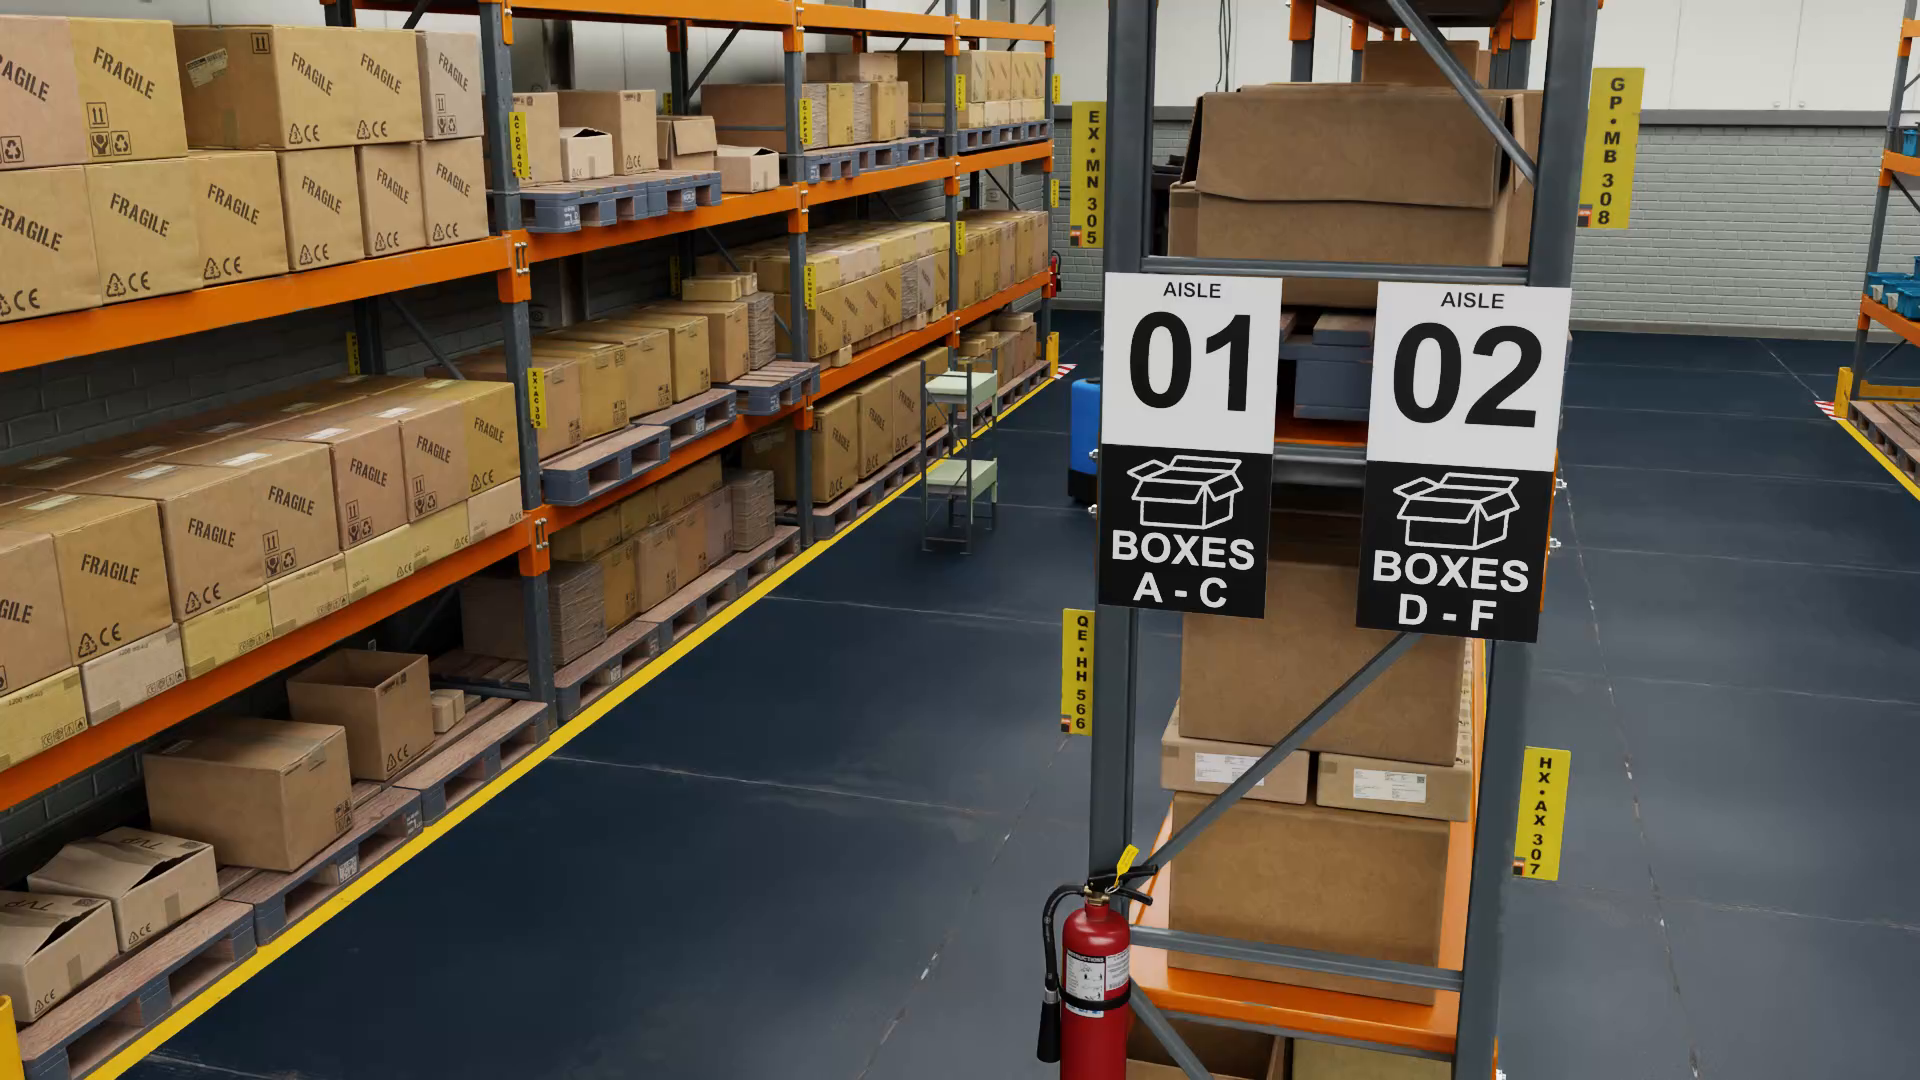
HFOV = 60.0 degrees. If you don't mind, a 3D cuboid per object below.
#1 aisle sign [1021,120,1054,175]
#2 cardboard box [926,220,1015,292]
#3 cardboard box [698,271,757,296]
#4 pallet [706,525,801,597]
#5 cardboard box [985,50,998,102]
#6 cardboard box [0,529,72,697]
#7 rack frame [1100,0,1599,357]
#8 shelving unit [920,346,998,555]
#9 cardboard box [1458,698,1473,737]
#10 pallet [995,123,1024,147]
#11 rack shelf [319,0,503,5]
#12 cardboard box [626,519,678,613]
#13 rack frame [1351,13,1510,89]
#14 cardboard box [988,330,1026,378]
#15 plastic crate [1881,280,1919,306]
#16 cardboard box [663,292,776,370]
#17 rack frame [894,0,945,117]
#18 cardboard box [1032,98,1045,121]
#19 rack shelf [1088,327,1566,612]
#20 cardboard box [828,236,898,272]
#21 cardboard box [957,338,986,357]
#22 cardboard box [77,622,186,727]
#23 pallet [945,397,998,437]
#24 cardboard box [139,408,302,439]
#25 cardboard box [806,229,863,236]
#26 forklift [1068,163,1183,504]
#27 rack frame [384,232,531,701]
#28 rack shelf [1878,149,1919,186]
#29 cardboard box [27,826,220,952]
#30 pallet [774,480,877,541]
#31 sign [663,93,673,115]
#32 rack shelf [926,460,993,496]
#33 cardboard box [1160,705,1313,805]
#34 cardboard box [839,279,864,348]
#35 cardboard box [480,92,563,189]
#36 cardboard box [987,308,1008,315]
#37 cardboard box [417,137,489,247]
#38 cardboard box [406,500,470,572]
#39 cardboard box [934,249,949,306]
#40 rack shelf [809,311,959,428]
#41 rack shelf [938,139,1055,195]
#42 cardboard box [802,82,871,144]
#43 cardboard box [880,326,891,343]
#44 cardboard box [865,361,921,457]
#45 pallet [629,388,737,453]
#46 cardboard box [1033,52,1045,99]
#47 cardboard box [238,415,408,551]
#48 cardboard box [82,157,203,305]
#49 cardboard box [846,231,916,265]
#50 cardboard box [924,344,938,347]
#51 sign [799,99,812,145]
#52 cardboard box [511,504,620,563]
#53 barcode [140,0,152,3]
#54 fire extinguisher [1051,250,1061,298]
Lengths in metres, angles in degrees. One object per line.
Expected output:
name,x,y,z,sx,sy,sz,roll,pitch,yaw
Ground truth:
aisle sign,0.923,-4.769,19.883,0.394,0.787,0.004,5,16,16
cardboard box,0.058,-3.143,18.365,0.980,0.700,0.700,4,16,13
cardboard box,-1.728,-1.909,12.386,0.380,0.149,0.250,2,16,9
pallet,-1.882,0.116,12.535,1.003,0.211,1.213,5,16,16
cardboard box,0.090,-4.758,17.059,0.500,0.500,0.500,4,16,15
cardboard box,-3.508,0.263,5.769,0.500,0.500,0.500,5,16,16
rack frame,0.818,-1.840,3.326,1.000,3.000,0.127,5,16,16
shelving unit,-0.002,-0.720,13.119,0.431,1.500,0.755,5,16,16
cardboard box,1.209,0.531,4.590,0.380,0.149,0.250,4,16,14
pallet,0.069,-4.408,18.040,1.003,0.211,1.213,5,16,16
rack shelf,-3.364,-2.399,6.620,1.077,0.370,4.000,5,16,16
cardboard box,-2.320,0.144,11.100,0.700,0.500,0.500,5,17,17
rack frame,3.092,-3.933,10.705,1.000,3.000,0.127,5,16,16
cardboard box,0.370,-2.201,19.403,0.700,0.500,0.500,5,16,16
plastic crate,9.541,-2.492,16.815,0.416,0.233,0.300,5,16,16
cardboard box,-1.783,-1.566,12.365,0.700,0.500,0.500,3,16,9
rack frame,-0.519,-5.363,15.745,0.949,2.616,0.053,5,16,16
cardboard box,0.661,-4.932,19.046,0.500,0.250,0.500,5,17,18
rack shelf,1.387,-0.574,5.678,1.077,0.370,4.000,5,16,16
cardboard box,-0.853,-2.496,14.494,0.500,0.250,0.500,4,16,15
cardboard box,0.061,-2.051,17.687,0.380,0.149,0.250,5,17,18
cardboard box,-3.355,0.485,6.359,0.500,0.250,0.500,4,16,14
pallet,-0.231,-1.328,17.625,1.003,0.211,1.213,5,16,16
cardboard box,-3.427,-0.310,7.790,0.500,0.500,0.500,5,17,17
cardboard box,-1.182,-2.669,15.104,0.500,0.250,0.500,4,16,14
forklift,2.416,-1.847,14.586,3.031,2.867,1.129,-12,20,-36
rack frame,-2.792,-0.383,9.184,0.949,2.616,0.053,5,16,16
rack shelf,9.545,-3.329,15.389,1.077,0.370,4.000,5,16,16
cardboard box,-3.487,1.422,6.942,0.500,0.311,0.500,6,17,20
pallet,-1.362,-0.289,13.962,1.003,0.211,1.213,5,16,16
sign,-2.188,-3.205,12.543,0.100,0.325,0.005,5,16,16
rack shelf,-0.002,-0.500,13.181,0.368,0.124,0.686,5,16,16
cardboard box,0.744,0.571,4.447,0.380,0.149,0.250,4,16,15
cardboard box,-1.117,-1.875,13.676,0.500,0.500,0.500,5,17,18
cardboard box,-2.563,-2.214,9.187,0.500,0.500,0.500,7,17,24
cardboard box,0.356,-2.692,19.946,0.380,0.149,0.250,5,17,16
cardboard box,-2.703,-1.733,8.224,0.500,0.500,0.500,5,17,17
cardboard box,-2.789,-0.044,8.226,0.500,0.250,0.500,5,17,16
cardboard box,-0.411,-2.537,16.012,0.500,0.500,0.500,4,16,15
rack shelf,-1.090,-1.607,14.818,1.077,0.370,4.000,5,16,16
rack shelf,0.047,-4.097,18.098,1.077,0.370,4.000,5,16,16
cardboard box,-1.177,-3.681,14.324,0.700,0.500,0.500,5,16,16
cardboard box,-0.836,-1.857,14.805,0.380,0.149,0.250,5,17,18
cardboard box,-0.832,-1.232,15.344,0.750,0.750,0.750,5,17,18
pallet,-2.182,-0.817,11.064,1.003,0.211,1.213,5,16,16
cardboard box,0.668,-5.292,18.942,0.500,0.500,0.500,5,16,16
cardboard box,-2.923,-0.272,7.656,0.500,0.500,0.500,4,16,14
cardboard box,-3.267,-1.180,6.276,0.500,0.500,0.500,5,17,18
cardboard box,-0.709,-2.630,14.965,0.500,0.250,0.500,5,17,17
cardboard box,-0.443,-1.953,17.342,0.380,0.149,0.250,5,16,16
sign,-1.139,-3.079,12.245,0.100,0.325,0.005,5,16,16
cardboard box,-2.480,-0.063,10.454,0.500,0.250,0.500,4,16,15
barcode,-3.603,-2.410,7.352,0.001,0.075,0.075,5,16,16
fire extinguisher,1.100,-3.310,20.328,0.296,0.674,0.183,5,16,16
